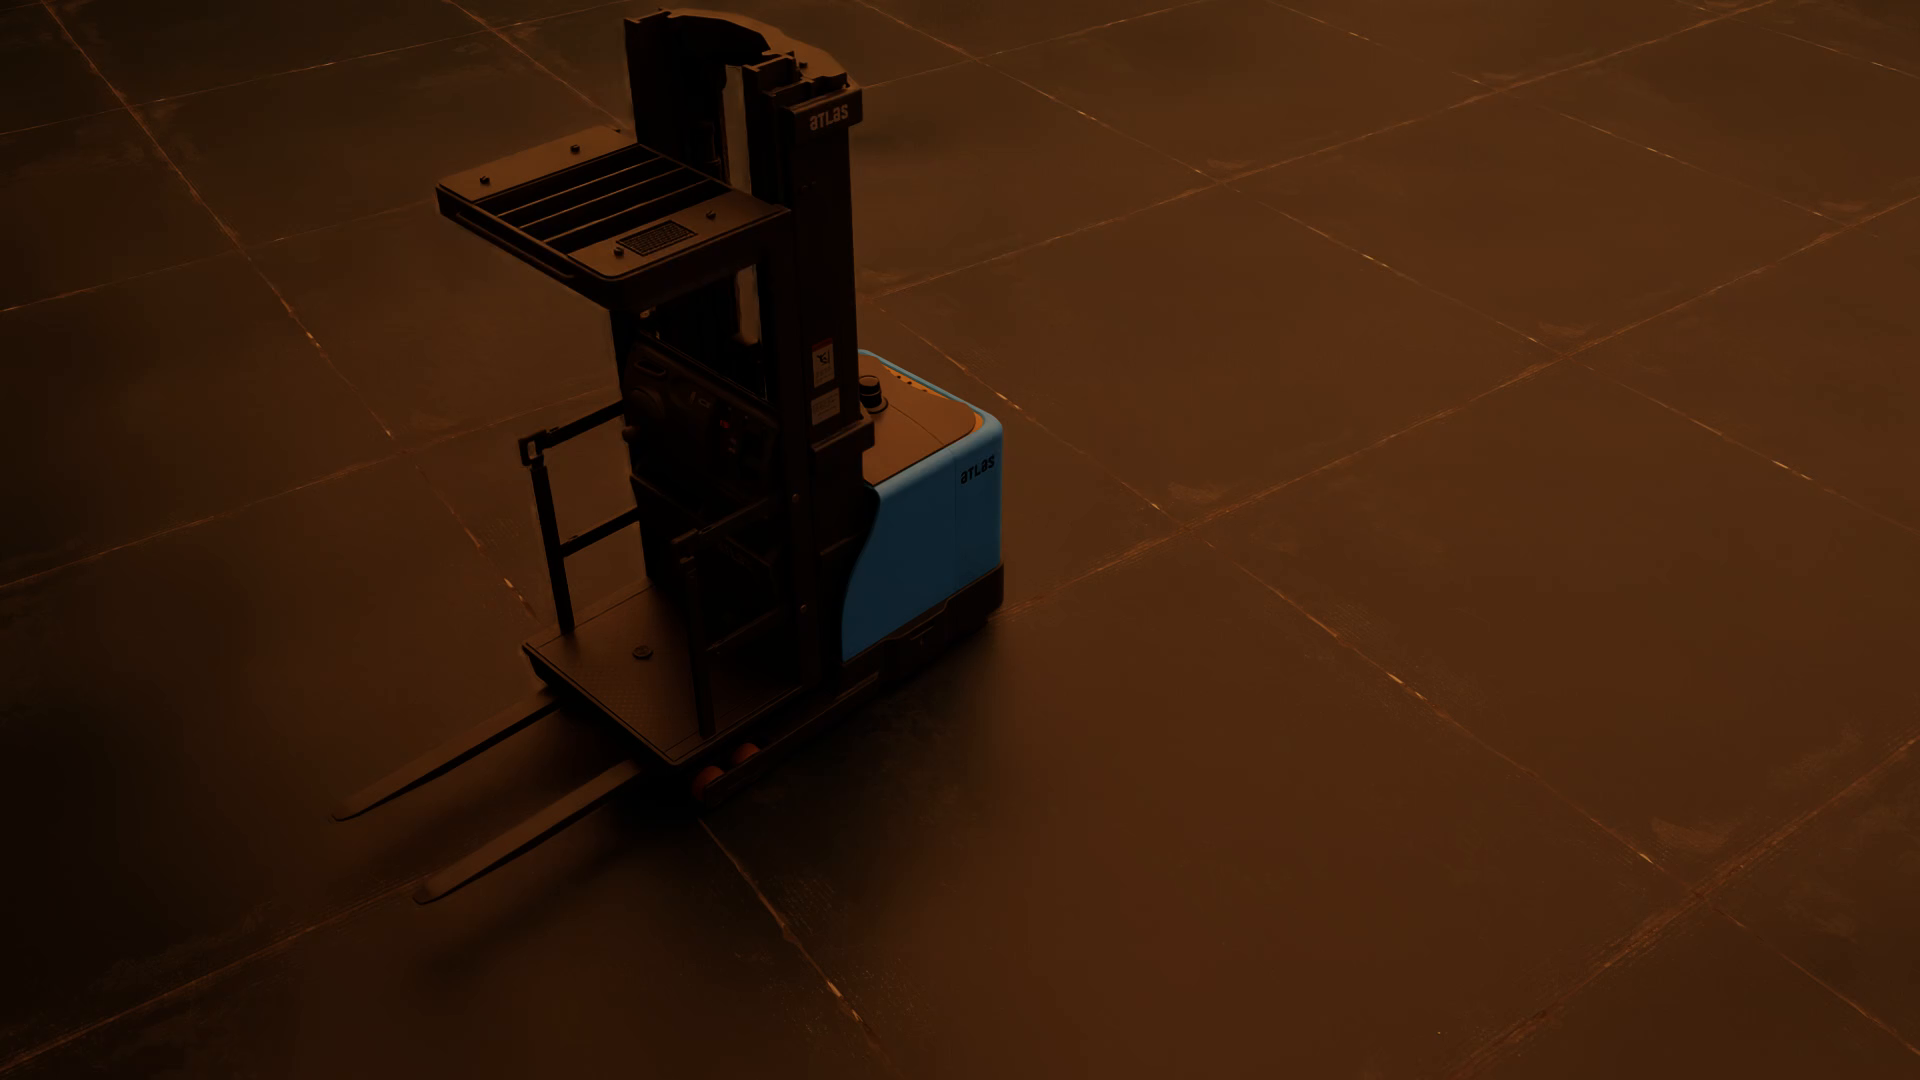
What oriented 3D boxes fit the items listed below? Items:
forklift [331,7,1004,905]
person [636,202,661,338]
[{"bbox_3d":[-1.187,-0.419,6.511,1.130,2.935,3.031,30,46,34],"label":"forklift"},{"bbox_3d":[-1.551,-1.260,8.874,0.499,1.560,1.011,-15,39,-19],"label":"person"}]
